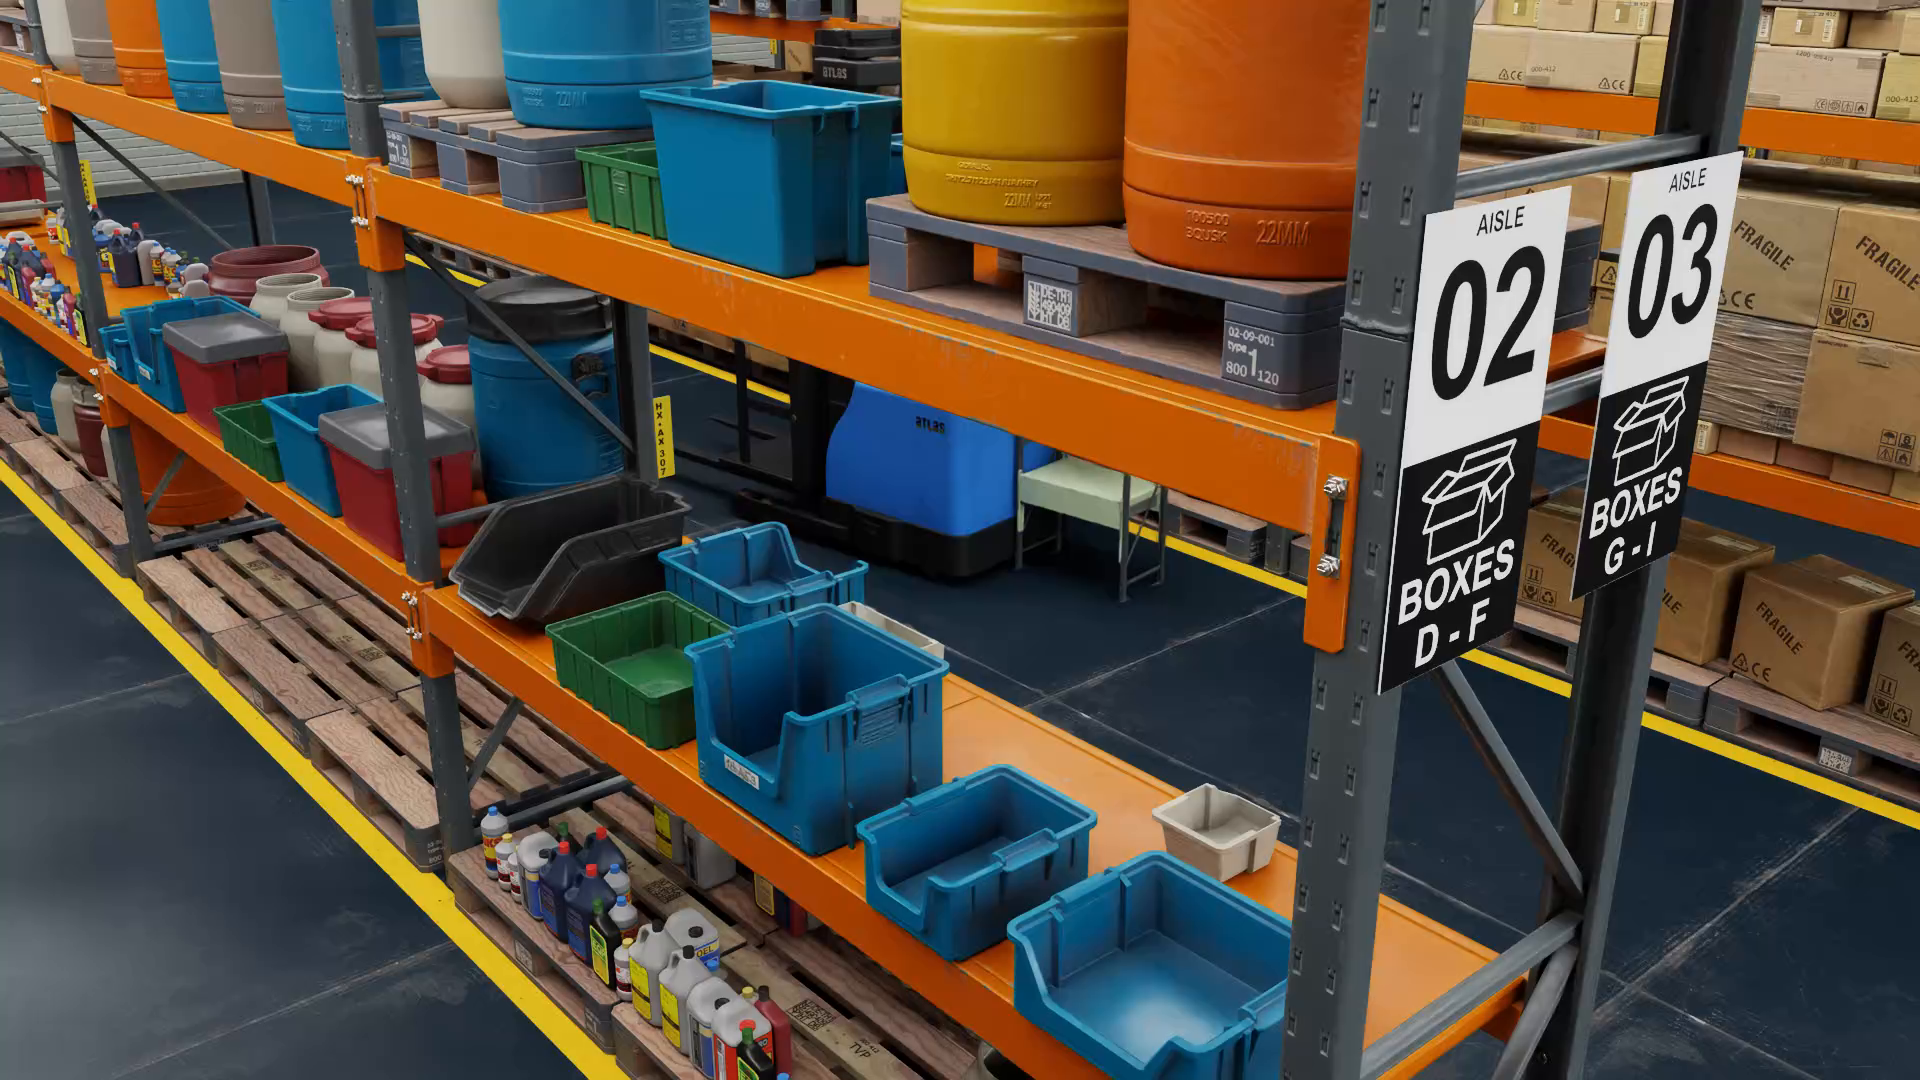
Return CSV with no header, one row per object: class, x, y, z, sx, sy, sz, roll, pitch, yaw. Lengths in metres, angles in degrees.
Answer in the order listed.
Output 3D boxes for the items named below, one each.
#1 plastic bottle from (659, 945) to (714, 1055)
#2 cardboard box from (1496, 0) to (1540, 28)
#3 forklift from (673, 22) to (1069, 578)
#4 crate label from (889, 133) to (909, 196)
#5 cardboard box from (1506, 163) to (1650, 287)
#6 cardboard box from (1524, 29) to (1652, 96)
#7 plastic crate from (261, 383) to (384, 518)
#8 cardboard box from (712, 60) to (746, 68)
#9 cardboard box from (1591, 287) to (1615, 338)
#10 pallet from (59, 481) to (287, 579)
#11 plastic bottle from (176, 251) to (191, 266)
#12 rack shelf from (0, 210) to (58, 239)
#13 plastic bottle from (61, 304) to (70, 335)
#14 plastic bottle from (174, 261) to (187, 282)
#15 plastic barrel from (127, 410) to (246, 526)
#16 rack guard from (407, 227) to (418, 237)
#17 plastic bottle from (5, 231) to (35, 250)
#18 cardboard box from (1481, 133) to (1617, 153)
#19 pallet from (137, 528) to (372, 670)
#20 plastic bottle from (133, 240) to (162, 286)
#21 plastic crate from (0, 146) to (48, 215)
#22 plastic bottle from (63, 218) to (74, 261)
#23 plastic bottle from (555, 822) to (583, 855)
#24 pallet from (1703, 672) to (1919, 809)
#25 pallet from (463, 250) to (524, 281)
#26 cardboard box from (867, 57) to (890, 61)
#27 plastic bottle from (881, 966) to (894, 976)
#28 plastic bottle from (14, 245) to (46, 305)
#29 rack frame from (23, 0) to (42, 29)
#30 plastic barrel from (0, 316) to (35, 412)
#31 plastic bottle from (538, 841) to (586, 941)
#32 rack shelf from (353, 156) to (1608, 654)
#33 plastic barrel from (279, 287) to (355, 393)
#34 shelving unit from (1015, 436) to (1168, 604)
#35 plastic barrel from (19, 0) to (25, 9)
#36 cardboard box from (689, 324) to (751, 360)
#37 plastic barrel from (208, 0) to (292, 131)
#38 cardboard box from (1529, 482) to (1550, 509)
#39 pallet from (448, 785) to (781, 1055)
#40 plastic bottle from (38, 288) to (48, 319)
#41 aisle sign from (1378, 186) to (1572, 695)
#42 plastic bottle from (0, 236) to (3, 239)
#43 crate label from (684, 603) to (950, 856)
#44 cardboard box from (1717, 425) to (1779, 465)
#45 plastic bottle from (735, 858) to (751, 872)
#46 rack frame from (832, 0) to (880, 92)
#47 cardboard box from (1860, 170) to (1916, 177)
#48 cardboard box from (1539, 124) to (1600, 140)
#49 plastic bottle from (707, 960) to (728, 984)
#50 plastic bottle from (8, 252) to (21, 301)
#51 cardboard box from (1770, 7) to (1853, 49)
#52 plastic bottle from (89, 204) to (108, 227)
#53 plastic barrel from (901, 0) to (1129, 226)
plastic bottle,-0.860,1.427,5.256,0.144,0.351,0.185,-16,27,-35
cardboard box,2.716,-2.478,7.743,0.380,0.149,0.250,-16,27,-36
forklift,-0.794,-1.582,10.005,3.031,2.935,1.130,18,27,38
crate label,0.045,-0.962,4.419,0.502,0.251,0.408,-17,27,-37
cardboard box,2.912,-1.513,7.818,0.500,0.500,0.500,-17,27,-37
cardboard box,2.923,-2.180,7.530,0.500,0.250,0.500,-19,28,-39
plastic crate,-2.551,-0.367,6.831,0.392,0.384,0.575,-17,27,-37
cardboard box,-2.202,-3.680,13.755,0.797,0.503,0.637,-17,27,-37
cardboard box,3.402,-0.961,7.779,0.875,0.500,0.500,-17,27,-37
pallet,-4.752,-0.159,10.100,1.003,0.211,1.213,-17,27,-37
plastic bottle,-4.749,-1.631,10.195,0.061,0.283,0.133,-17,27,-37
rack shelf,-8.122,-2.572,13.424,1.077,0.370,4.000,-17,27,-37
plastic bottle,-5.005,-1.267,9.378,0.097,0.201,0.097,0,21,0
plastic bottle,-4.646,-1.538,9.974,0.097,0.271,0.097,0,21,0
plastic barrel,-4.538,-0.565,9.715,0.600,0.830,0.708,-17,27,-37
rack guard,-5.691,-3.481,18.187,1.175,0.500,0.348,-17,27,-37
plastic bottle,-6.084,-1.858,10.786,0.152,0.276,0.135,-17,27,-37
cardboard box,2.987,-1.777,8.493,0.500,0.500,0.500,-17,27,-37
pallet,-3.730,0.272,8.999,1.003,0.211,1.213,-17,27,-37
plastic bottle,-5.149,-1.771,10.563,0.152,0.276,0.135,-17,27,-37
plastic crate,-7.210,-2.719,12.642,0.402,0.464,0.583,-17,27,-37
plastic bottle,-5.958,-2.070,11.224,0.144,0.351,0.185,-17,27,-37
plastic bottle,-1.407,1.165,6.017,0.061,0.283,0.133,-17,27,-37
pallet,4.215,0.826,7.585,1.003,0.211,1.213,-17,27,-37
pallet,-4.302,-2.801,16.846,1.003,0.211,1.213,-17,27,-37
cardboard box,-0.752,-5.367,19.029,0.500,0.500,0.500,-18,28,-39
plastic bottle,-0.220,1.329,5.616,0.097,0.271,0.097,0,21,0
plastic bottle,-5.611,-1.606,10.040,0.144,0.351,0.185,-17,27,-37
rack frame,-4.206,-4.043,7.967,1.000,3.000,0.127,-17,27,-37
plastic barrel,-6.475,-1.419,11.794,0.600,0.901,0.708,-17,27,-37
plastic bottle,-1.382,1.206,5.820,0.144,0.351,0.185,-17,27,-36
rack shelf,-0.289,-0.653,4.412,1.077,0.370,4.000,-17,27,-37
plastic barrel,-3.098,-0.952,8.147,0.421,0.512,0.421,0,21,0
shelving unit,0.733,-0.494,9.188,0.755,1.500,0.431,18,27,38
plastic barrel,-5.017,-3.038,9.130,0.301,0.262,0.301,0,21,0
cardboard box,-1.464,-2.078,13.515,1.225,0.875,0.875,-17,27,-37
plastic barrel,-2.518,-2.044,6.289,0.600,0.901,0.600,0,21,0
cardboard box,2.768,-0.078,8.923,0.500,0.500,0.500,-9,23,-21
pallet,-1.188,1.350,6.249,1.003,0.211,1.213,-17,27,-37
plastic bottle,-5.323,-1.401,9.722,0.097,0.201,0.097,0,21,0
aisle sign,0.838,-0.159,2.712,0.394,0.787,0.004,-17,27,-37
plastic bottle,-6.199,-1.822,10.694,0.152,0.276,0.135,-17,27,-37
crate label,-0.390,0.500,4.545,0.502,0.435,0.616,-17,27,-37
cardboard box,3.598,-0.472,7.421,0.380,0.149,0.250,-17,27,-37
plastic bottle,-0.831,1.047,6.227,0.144,0.351,0.185,-19,28,-40
rack frame,-0.454,-2.428,12.071,1.000,3.000,0.127,-17,27,-37
cardboard box,6.607,-2.300,11.538,0.875,0.550,0.550,-17,27,-37
cardboard box,4.985,-3.405,13.057,0.700,0.500,0.500,-17,27,-37
plastic bottle,-0.797,1.456,5.388,0.097,0.201,0.097,0,21,0
plastic bottle,-5.747,-1.609,10.139,0.061,0.283,0.133,-17,27,-37
cardboard box,3.507,-2.094,6.764,0.380,0.149,0.250,-19,28,-40
plastic bottle,-5.848,-2.104,11.311,0.144,0.351,0.185,-17,27,-37
plastic barrel,0.176,-1.004,3.486,0.600,0.588,0.600,0,21,0
